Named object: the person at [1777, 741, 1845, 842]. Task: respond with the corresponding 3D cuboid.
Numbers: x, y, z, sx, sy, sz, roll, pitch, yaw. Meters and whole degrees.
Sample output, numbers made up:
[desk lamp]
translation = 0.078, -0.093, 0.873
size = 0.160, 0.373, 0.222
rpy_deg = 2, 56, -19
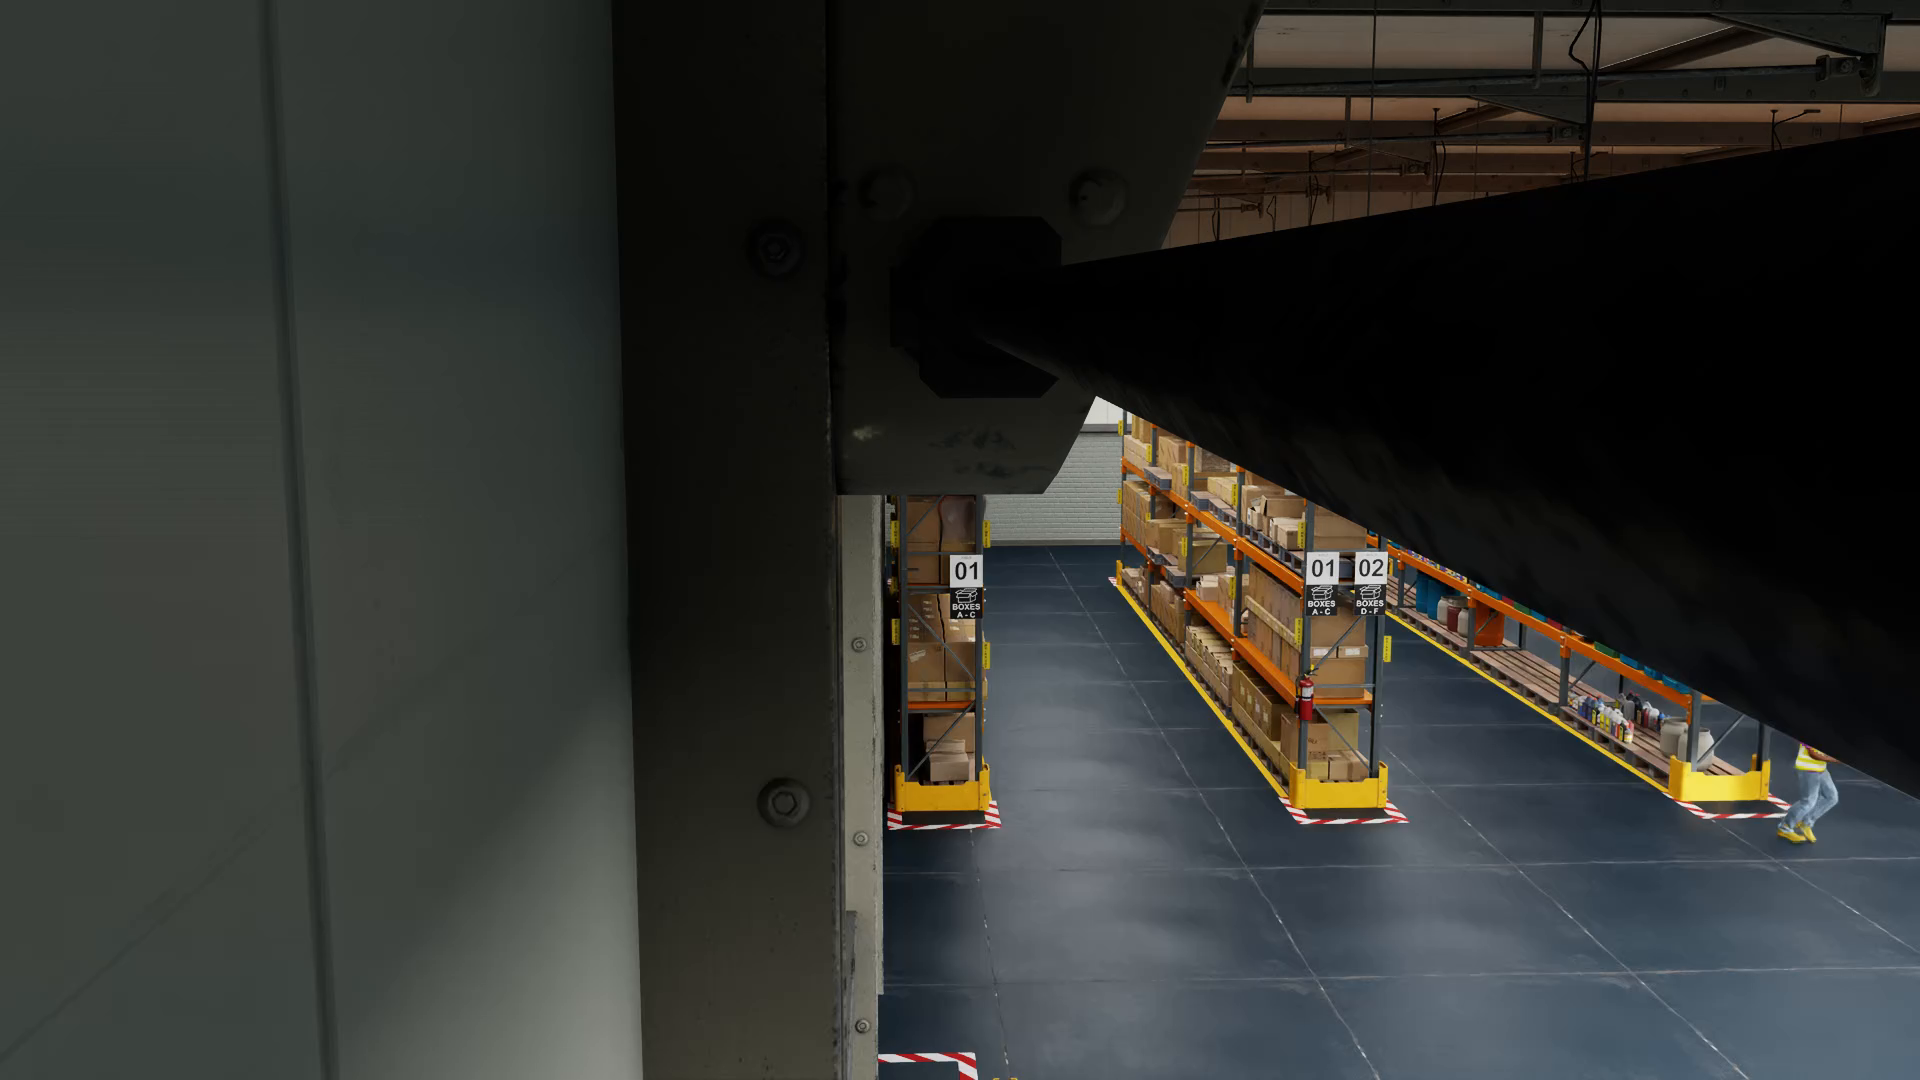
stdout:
[person]
translation = 9.887, 2.657, 19.214
size = 0.692, 1.779, 0.725
rpy_deg = 6, 10, 33
